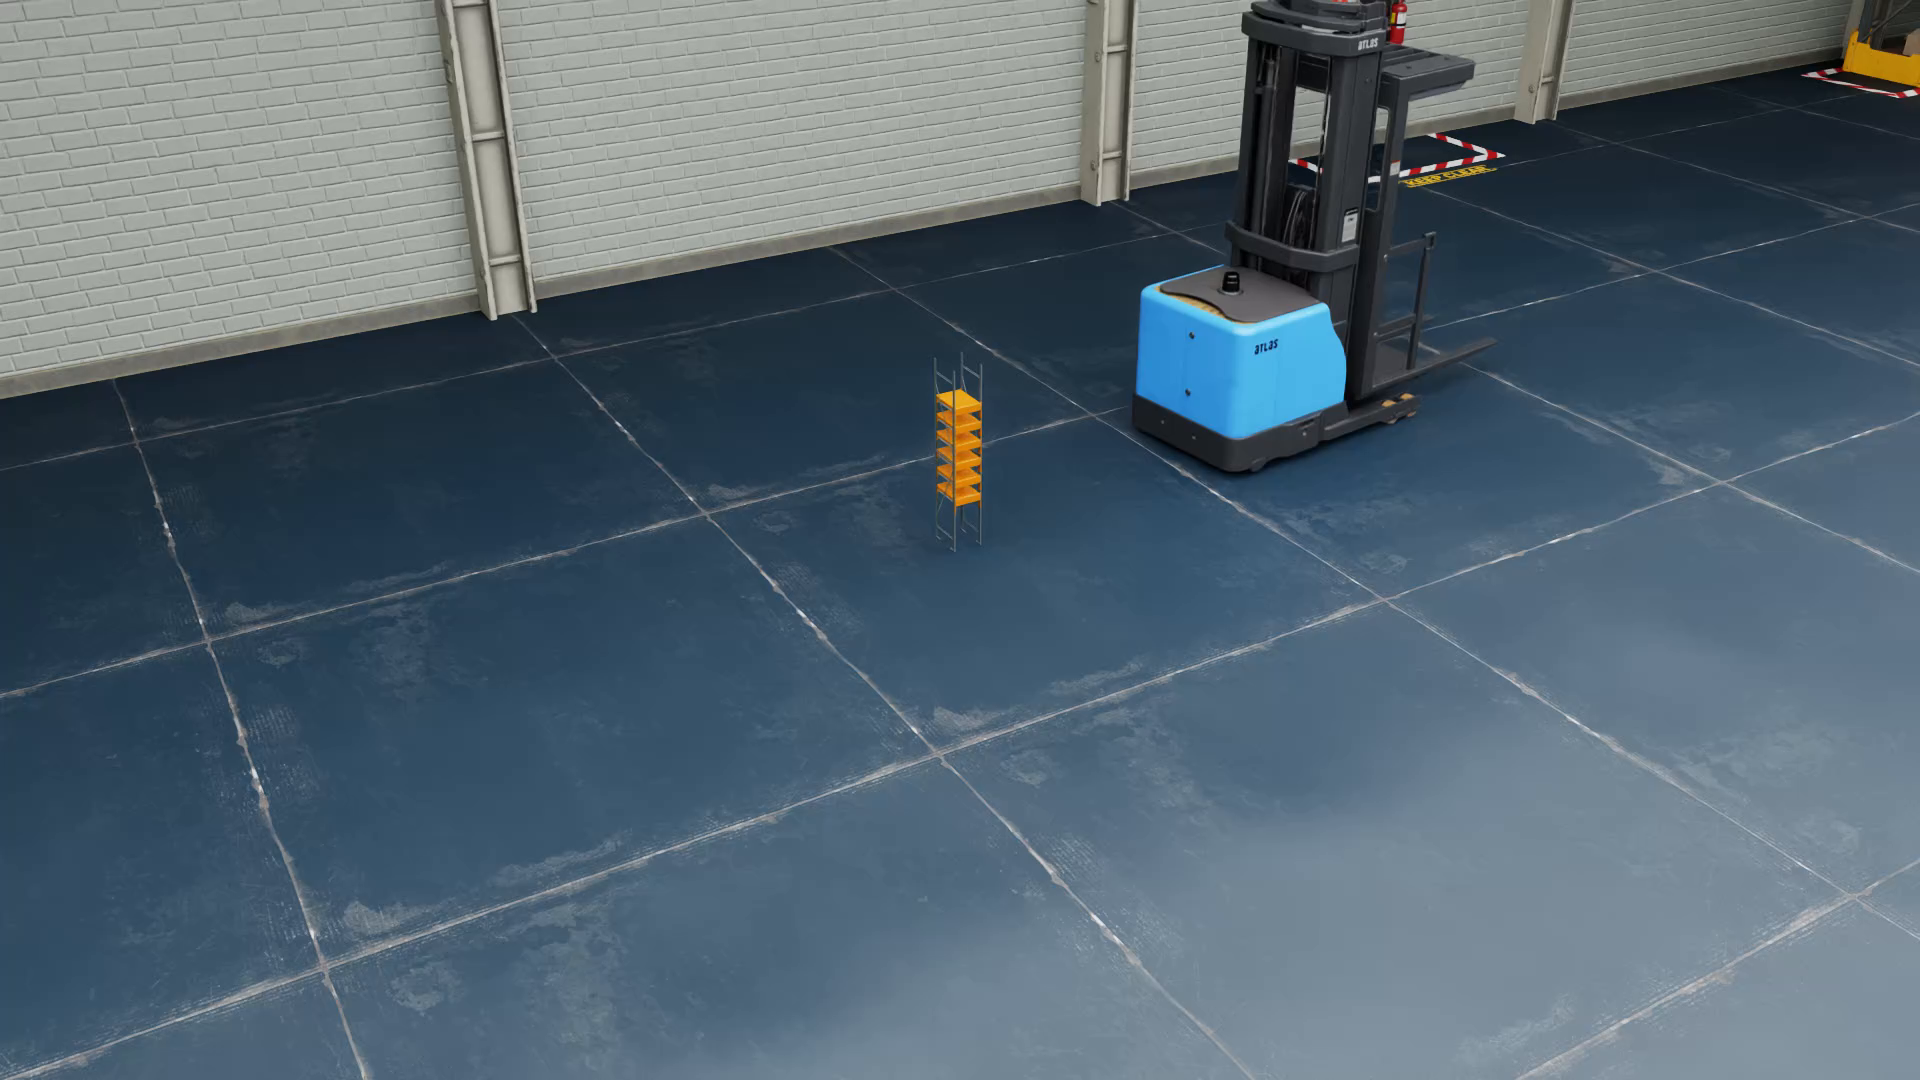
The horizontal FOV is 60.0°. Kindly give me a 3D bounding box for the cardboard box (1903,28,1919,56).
[{"bbox_3d":[12.249,-6.243,20.884,0.500,0.311,0.500,-20,35,-32],"label":"cardboard box"}]

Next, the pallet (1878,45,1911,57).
[{"bbox_3d":[12.391,-6.078,21.143,1.213,0.211,1.003,-16,33,-26],"label":"pallet"}]

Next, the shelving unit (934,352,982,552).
[{"bbox_3d":[-0.012,-0.522,10.052,0.189,1.200,0.258,-16,33,-26],"label":"shelving unit"}]

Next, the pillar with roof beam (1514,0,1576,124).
[{"bbox_3d":[8.780,-6.992,13.704,0.400,9.000,9.100,-16,33,-26],"label":"pillar with roof beam"}]

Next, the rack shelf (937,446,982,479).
[{"bbox_3d":[-0.012,-0.483,10.073,0.180,0.103,0.258,-16,33,-26],"label":"rack shelf"}]

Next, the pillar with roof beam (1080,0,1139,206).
[{"bbox_3d":[3.607,-5.523,11.043,0.400,9.000,9.100,-16,33,-26],"label":"pillar with roof beam"}]

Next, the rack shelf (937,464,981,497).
[{"bbox_3d":[-0.012,-0.378,10.131,0.180,0.103,0.258,-16,33,-26],"label":"rack shelf"}]

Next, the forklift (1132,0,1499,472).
[{"bbox_3d":[2.688,-2.293,11.470,3.031,2.935,1.130,-20,35,-32],"label":"forklift"}]

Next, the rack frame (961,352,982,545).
[{"bbox_3d":[0.066,-0.544,10.092,0.006,1.200,0.240,-16,33,-26],"label":"rack frame"}]

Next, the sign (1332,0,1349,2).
[{"bbox_3d":[3.921,-5.493,17.160,0.234,0.329,0.001,-16,33,-26],"label":"sign"}]

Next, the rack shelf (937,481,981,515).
[{"bbox_3d":[-0.012,-0.273,10.189,0.180,0.103,0.258,-16,33,-26],"label":"rack shelf"}]

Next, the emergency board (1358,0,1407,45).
[{"bbox_3d":[4.450,-5.570,17.336,0.643,1.169,0.194,-16,33,-26],"label":"emergency board"}]

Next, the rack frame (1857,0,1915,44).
[{"bbox_3d":[11.607,-7.096,20.101,0.127,3.000,1.000,-16,33,-26],"label":"rack frame"}]

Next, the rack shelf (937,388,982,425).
[{"bbox_3d":[-0.012,-0.798,9.899,0.180,0.103,0.258,-16,33,-26],"label":"rack shelf"}]

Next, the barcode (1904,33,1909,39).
[{"bbox_3d":[12.062,-6.418,21.192,0.075,0.075,0.001,-16,33,-26],"label":"barcode"}]

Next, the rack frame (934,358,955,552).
[{"bbox_3d":[-0.091,-0.499,10.011,0.006,1.200,0.240,-16,33,-26],"label":"rack frame"}]

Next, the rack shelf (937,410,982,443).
[{"bbox_3d":[-0.012,-0.693,9.957,0.180,0.103,0.258,-16,33,-26],"label":"rack shelf"}]

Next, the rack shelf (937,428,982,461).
[{"bbox_3d":[-0.012,-0.588,10.015,0.180,0.103,0.258,-16,33,-26],"label":"rack shelf"}]

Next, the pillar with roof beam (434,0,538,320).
[{"bbox_3d":[-1.566,-4.055,8.382,0.400,9.000,9.100,-16,33,-26],"label":"pillar with roof beam"}]

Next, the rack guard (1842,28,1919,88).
[{"bbox_3d":[11.673,-6.020,20.739,0.348,0.500,1.175,-16,33,-26],"label":"rack guard"}]

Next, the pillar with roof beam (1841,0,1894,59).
[{"bbox_3d":[13.953,-8.461,16.366,0.400,9.000,9.100,-16,33,-26],"label":"pillar with roof beam"}]
